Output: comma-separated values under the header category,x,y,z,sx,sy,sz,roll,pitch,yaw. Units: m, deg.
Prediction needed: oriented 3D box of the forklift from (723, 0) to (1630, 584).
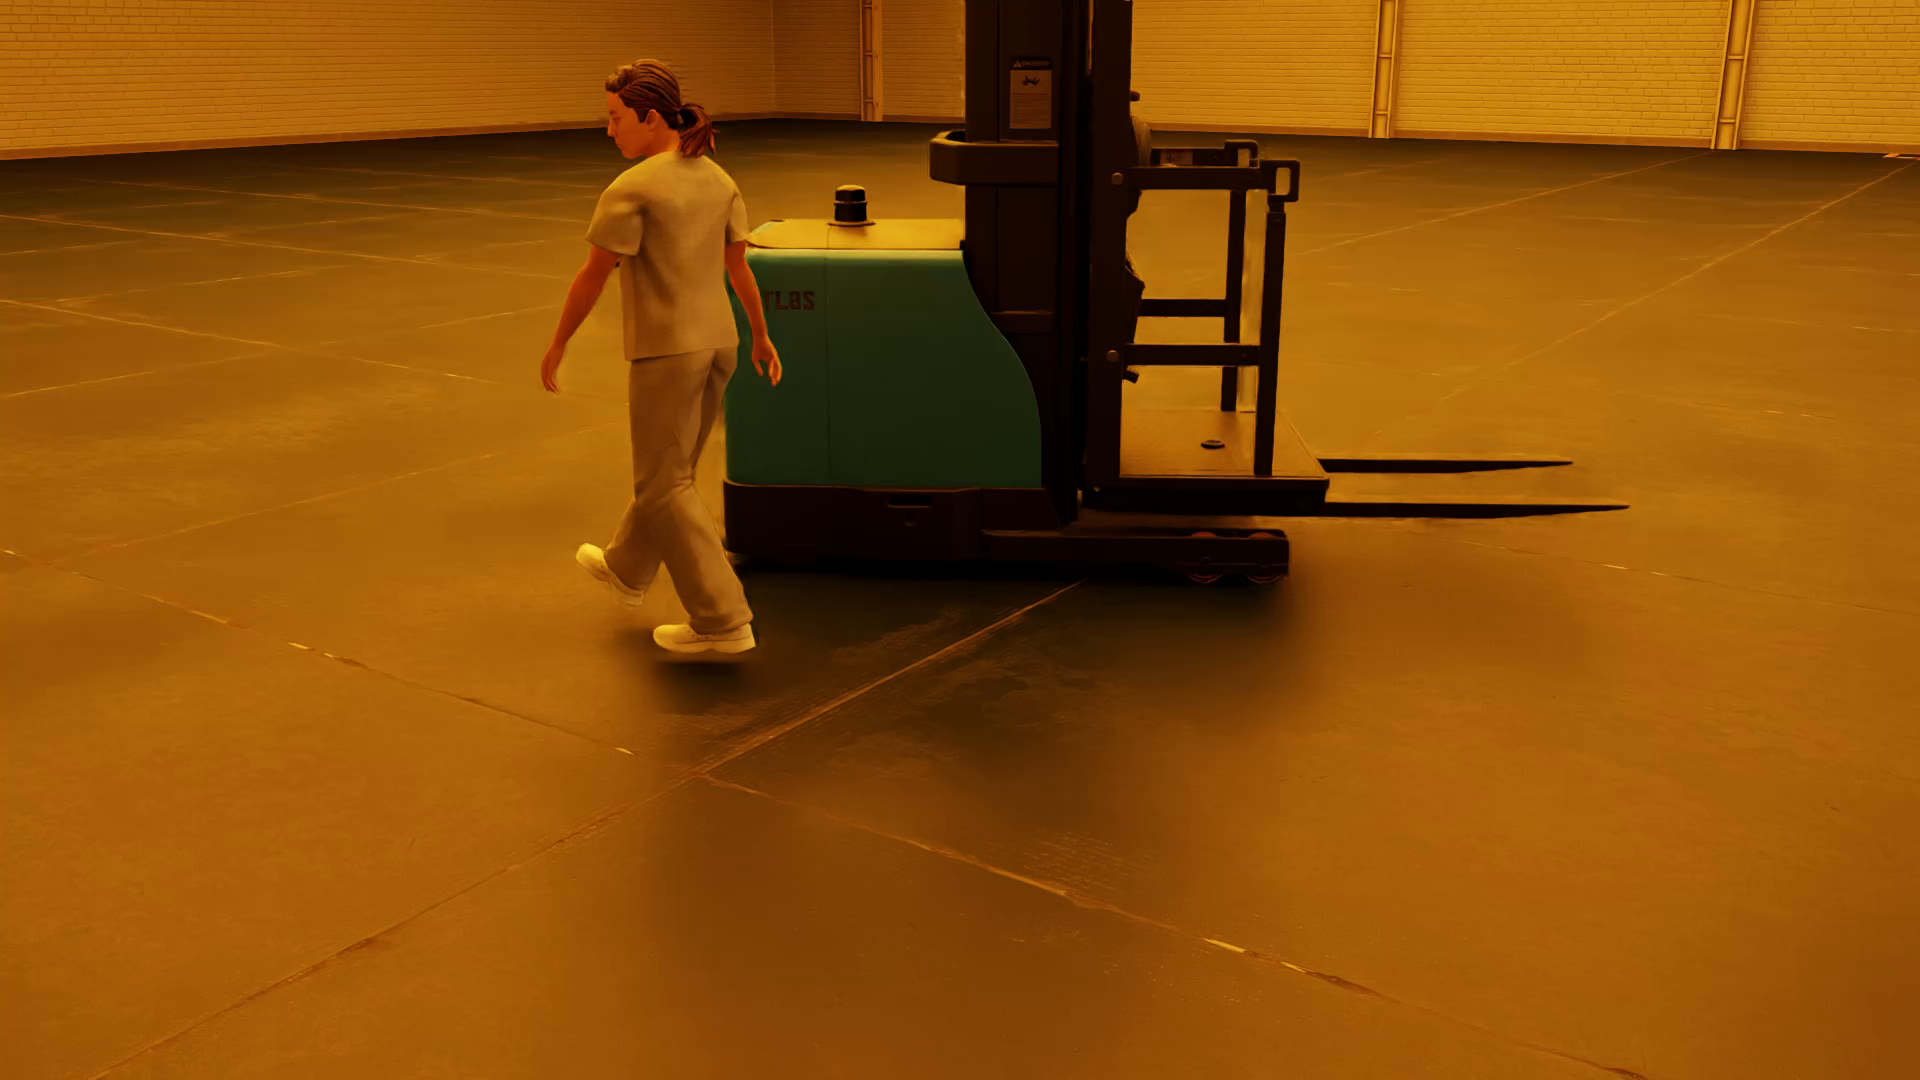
category,x,y,z,sx,sy,sz,roll,pitch,yaw
forklift,0.738,-1.417,5.571,3.031,2.935,1.130,1,17,2

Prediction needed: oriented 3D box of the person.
category,x,y,z,sx,sy,sz,roll,pitch,yaw
person,-0.884,-0.546,4.814,0.833,1.632,0.623,9,19,28
